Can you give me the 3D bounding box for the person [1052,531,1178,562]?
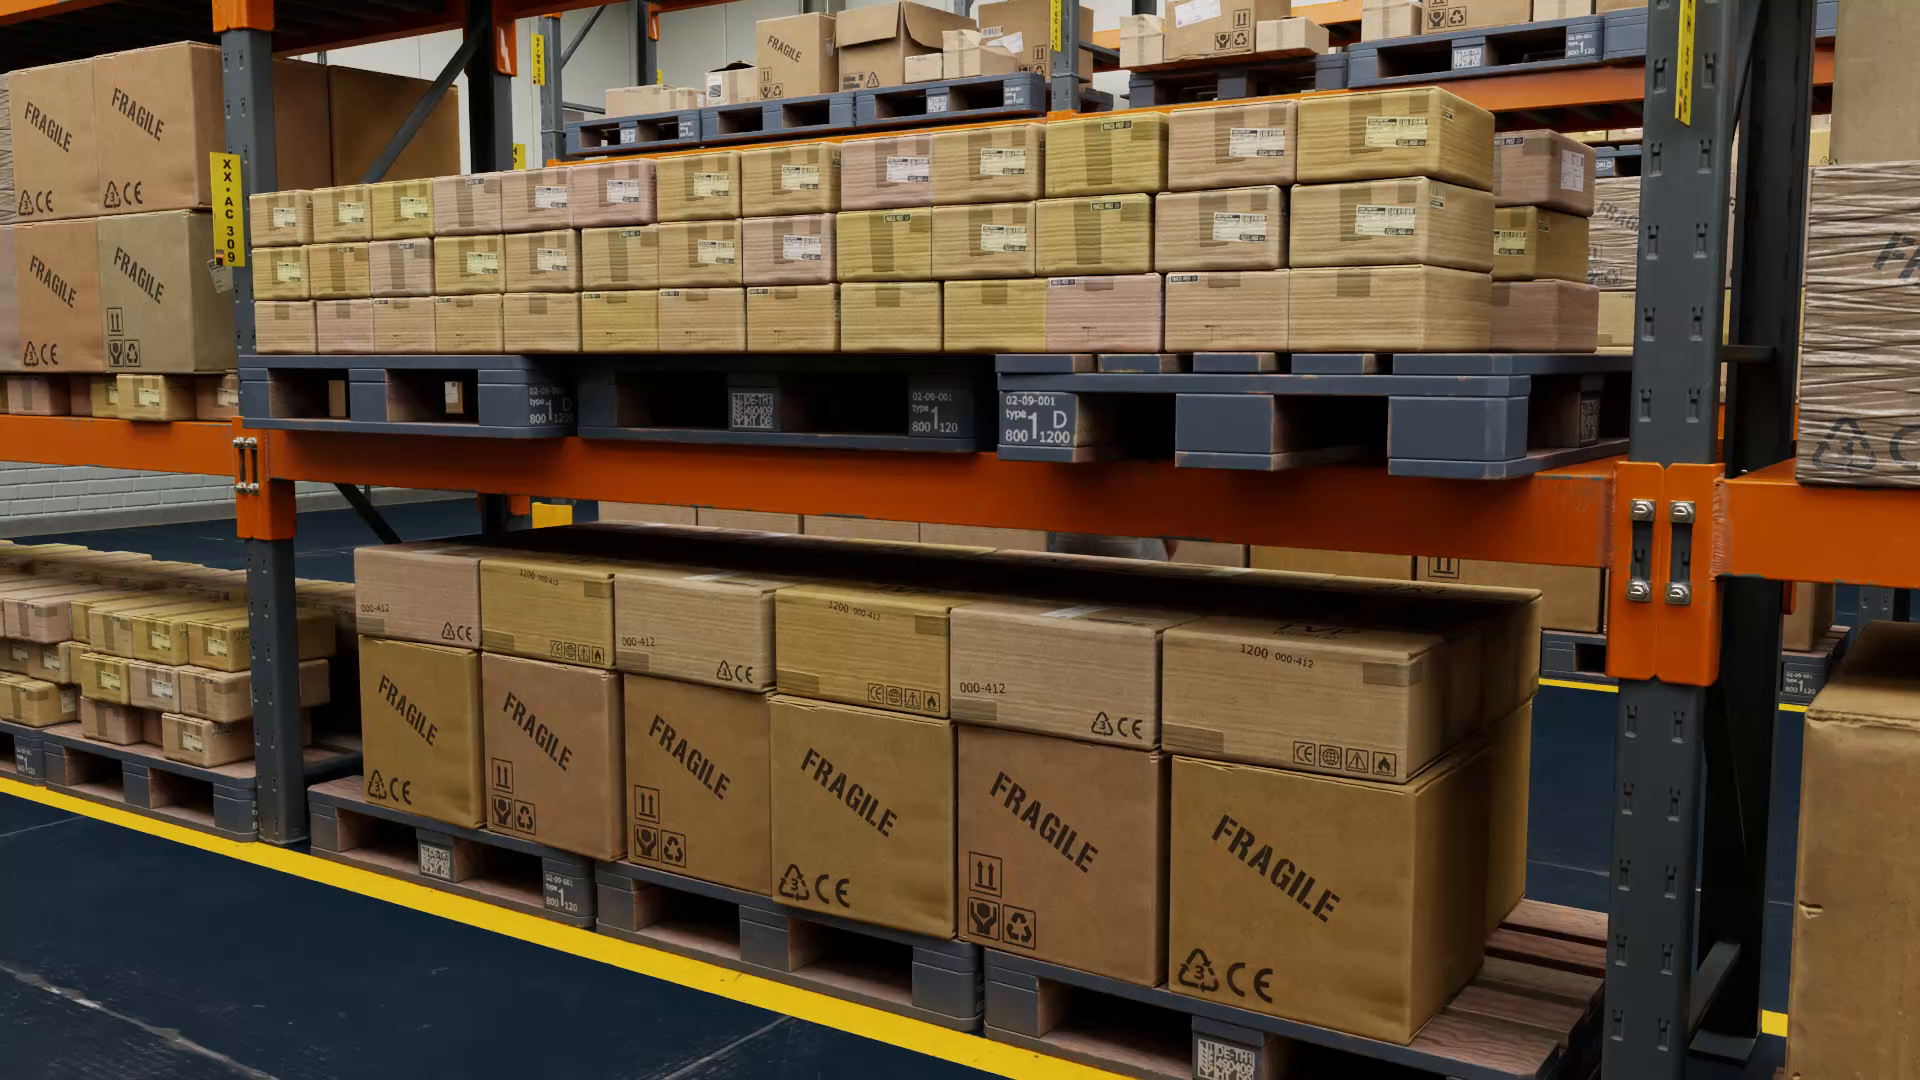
[{"bbox_3d":[0.604,-0.037,6.531,0.573,1.665,0.559,4,8,35],"label":"person"}]
